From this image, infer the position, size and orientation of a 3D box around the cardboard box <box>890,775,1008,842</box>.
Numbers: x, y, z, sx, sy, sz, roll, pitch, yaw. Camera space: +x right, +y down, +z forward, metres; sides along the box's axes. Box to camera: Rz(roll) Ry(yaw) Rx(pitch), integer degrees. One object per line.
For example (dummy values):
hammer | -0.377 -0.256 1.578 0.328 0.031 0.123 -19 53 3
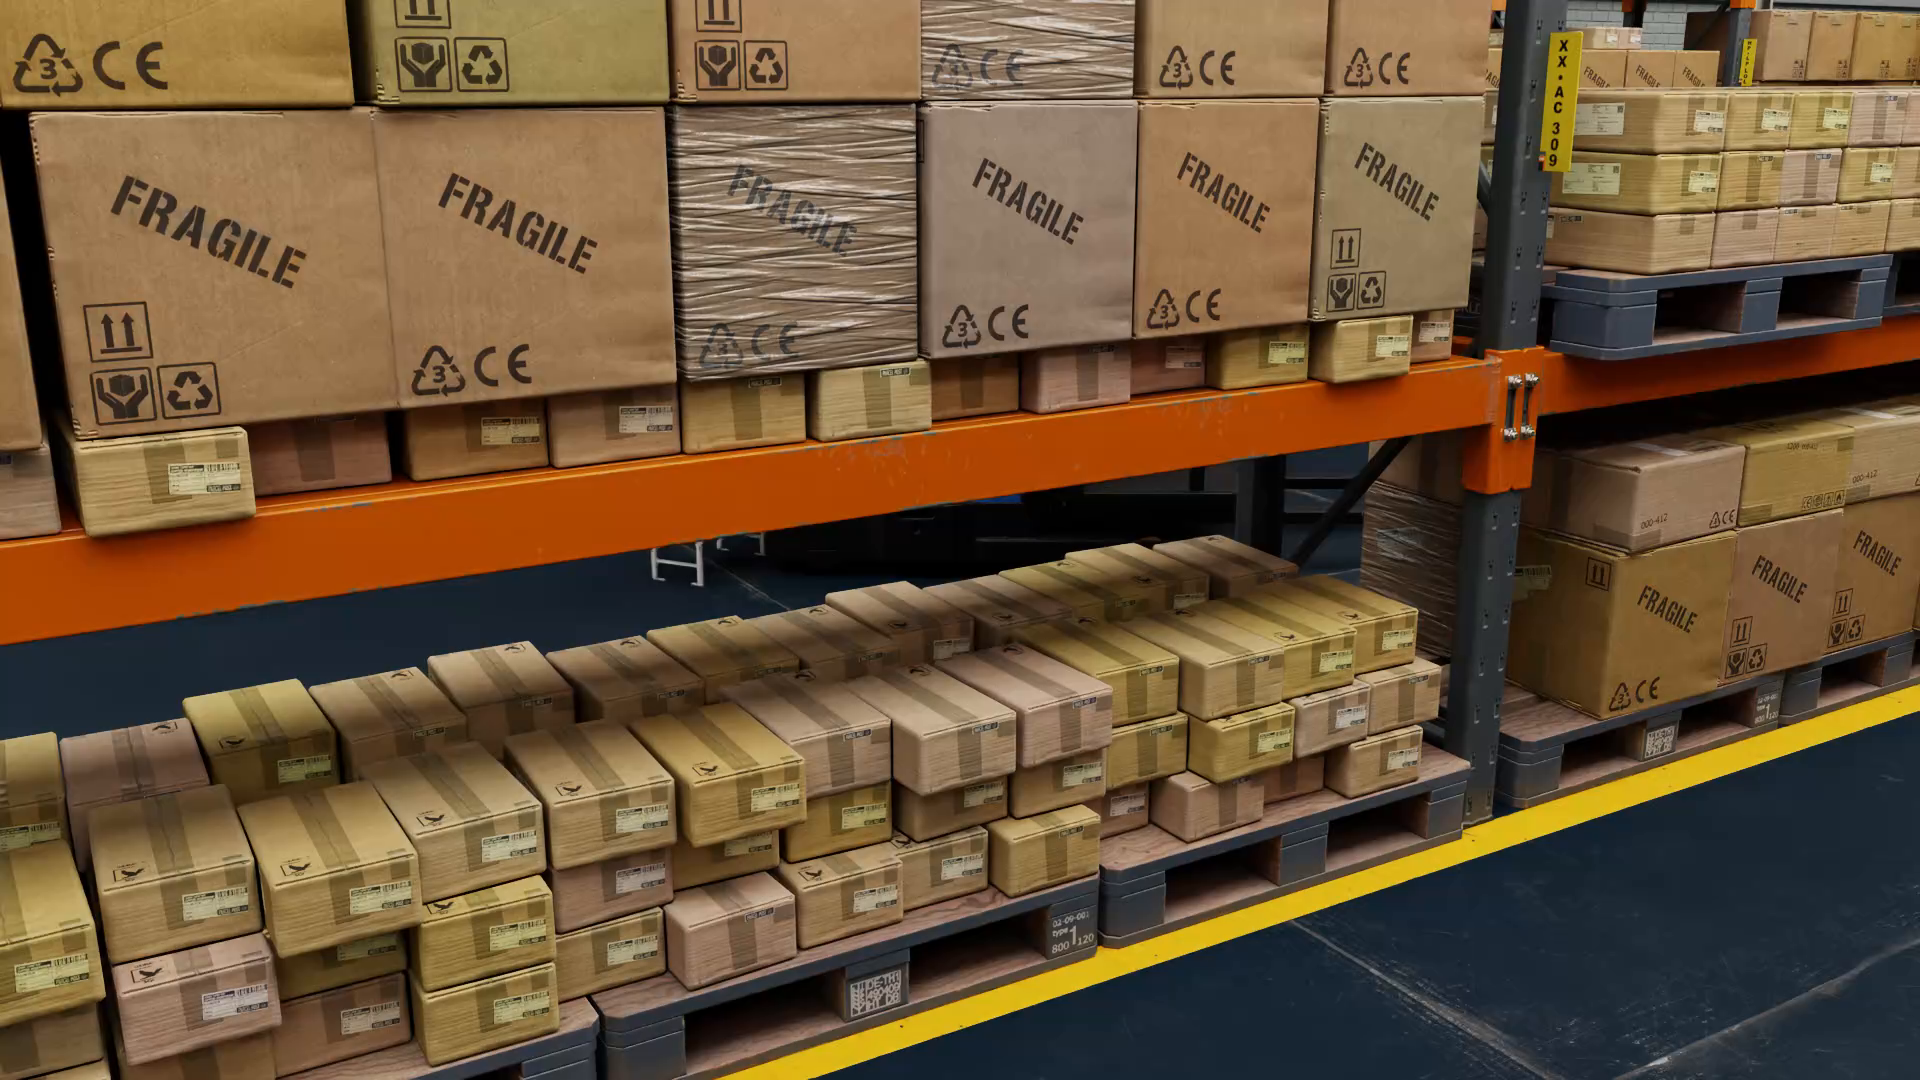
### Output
cardboard box | -0.096 0.541 3.877 0.250 0.149 0.380 -10 19 -32

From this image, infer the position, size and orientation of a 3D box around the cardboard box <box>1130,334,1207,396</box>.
cardboard box | 0.365 -0.451 3.928 0.250 0.149 0.380 -10 18 -31

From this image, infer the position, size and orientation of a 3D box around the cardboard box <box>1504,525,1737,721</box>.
cardboard box | 1.940 0.189 5.030 0.500 0.500 0.500 -8 18 -28

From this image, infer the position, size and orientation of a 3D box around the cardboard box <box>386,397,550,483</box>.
cardboard box | -0.961 -0.233 3.147 0.250 0.149 0.380 -9 18 -30

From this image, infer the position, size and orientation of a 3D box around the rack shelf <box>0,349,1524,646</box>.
rack shelf | -0.545 -0.146 3.707 4.000 0.370 1.077 -9 18 -30

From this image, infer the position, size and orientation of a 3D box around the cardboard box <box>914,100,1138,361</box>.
cardboard box | 0.028 -0.689 3.573 0.500 0.500 0.500 -9 18 -30

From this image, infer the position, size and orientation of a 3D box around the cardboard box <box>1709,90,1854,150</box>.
cardboard box | 2.201 -1.162 4.582 0.250 0.149 0.380 -9 18 -29

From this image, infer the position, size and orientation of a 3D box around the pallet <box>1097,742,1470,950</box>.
pallet | 0.612 0.674 4.616 1.213 0.211 1.003 -9 18 -30

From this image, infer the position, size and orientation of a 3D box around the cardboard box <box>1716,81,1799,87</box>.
cardboard box | 5.912 -3.202 12.539 0.500 0.500 0.500 -9 18 -30

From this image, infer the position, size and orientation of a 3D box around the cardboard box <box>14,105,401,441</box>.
cardboard box | -1.286 -0.485 2.845 0.500 0.500 0.500 -9 18 -30

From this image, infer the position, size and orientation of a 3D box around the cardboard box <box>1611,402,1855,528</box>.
cardboard box | 2.395 -0.246 5.195 0.500 0.250 0.500 -9 18 -28

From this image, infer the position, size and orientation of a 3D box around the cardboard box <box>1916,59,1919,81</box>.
cardboard box | 7.673 -3.958 13.383 0.500 0.500 0.700 -9 18 -30

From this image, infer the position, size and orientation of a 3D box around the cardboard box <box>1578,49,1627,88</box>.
cardboard box | 4.244 -3.151 11.577 0.500 0.500 0.500 -9 18 -28

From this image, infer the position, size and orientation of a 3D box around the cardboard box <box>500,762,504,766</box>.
cardboard box | -1.072 0.526 3.930 0.250 0.149 0.380 -9 18 -29

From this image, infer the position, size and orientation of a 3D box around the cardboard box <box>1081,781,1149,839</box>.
cardboard box | 0.262 0.610 4.179 0.250 0.149 0.380 -10 18 -31

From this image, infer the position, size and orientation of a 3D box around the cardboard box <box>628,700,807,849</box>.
cardboard box | -0.517 0.488 3.514 0.250 0.149 0.380 -9 18 -29

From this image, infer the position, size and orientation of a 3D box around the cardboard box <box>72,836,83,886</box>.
cardboard box | -1.953 0.673 3.403 0.250 0.149 0.380 -10 18 -31

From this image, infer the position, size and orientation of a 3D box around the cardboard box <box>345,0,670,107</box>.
cardboard box | -0.851 -1.027 2.928 0.500 0.500 0.500 -10 18 -31

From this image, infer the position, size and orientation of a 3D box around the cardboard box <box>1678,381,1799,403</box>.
cardboard box | 2.571 -0.437 5.877 0.500 0.250 0.500 -10 19 -32

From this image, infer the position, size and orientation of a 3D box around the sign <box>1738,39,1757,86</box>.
sign | 5.680 -3.443 11.991 0.005 0.325 0.100 -9 18 -30

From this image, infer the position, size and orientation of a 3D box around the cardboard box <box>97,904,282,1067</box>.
cardboard box | -1.414 0.774 3.043 0.250 0.149 0.380 -9 18 -30

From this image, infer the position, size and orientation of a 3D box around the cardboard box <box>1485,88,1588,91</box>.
cardboard box | 1.643 -1.277 4.992 0.250 0.149 0.380 -10 18 -31

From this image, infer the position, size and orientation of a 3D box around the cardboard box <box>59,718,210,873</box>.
cardboard box | -1.691 0.516 3.415 0.250 0.149 0.380 -9 18 -29

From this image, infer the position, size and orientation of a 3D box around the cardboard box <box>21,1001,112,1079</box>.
cardboard box | -1.645 0.957 2.942 0.250 0.149 0.380 -9 18 -29

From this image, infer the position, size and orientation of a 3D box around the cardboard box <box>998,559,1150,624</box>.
cardboard box | 0.310 0.185 4.596 0.250 0.149 0.380 -9 18 -30

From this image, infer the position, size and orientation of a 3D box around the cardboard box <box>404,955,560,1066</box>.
cardboard box | -0.978 0.856 3.304 0.250 0.149 0.380 -9 18 -29

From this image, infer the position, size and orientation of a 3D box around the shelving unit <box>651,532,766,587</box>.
shelving unit | -1.049 -0.463 6.838 0.258 1.200 0.503 7 17 24

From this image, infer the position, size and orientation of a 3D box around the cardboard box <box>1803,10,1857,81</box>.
cardboard box | 6.329 -3.764 12.690 0.500 0.500 0.700 -9 18 -29

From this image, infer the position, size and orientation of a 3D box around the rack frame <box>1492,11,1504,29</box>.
rack frame | 6.261 -4.718 18.683 0.127 3.000 1.000 -9 18 -30

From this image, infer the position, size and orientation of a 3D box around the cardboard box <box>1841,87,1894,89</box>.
cardboard box | 2.977 -1.492 5.760 0.250 0.149 0.380 -9 18 -28

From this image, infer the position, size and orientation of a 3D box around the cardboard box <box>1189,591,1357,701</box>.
cardboard box | 0.800 0.268 4.299 0.250 0.149 0.380 -9 18 -29

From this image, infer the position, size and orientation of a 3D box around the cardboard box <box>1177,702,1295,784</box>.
cardboard box | 0.617 0.456 4.179 0.250 0.149 0.380 -10 18 -32

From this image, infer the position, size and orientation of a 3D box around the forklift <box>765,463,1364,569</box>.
forklift | 0.703 -1.402 6.980 3.031 2.935 1.130 0 16 0

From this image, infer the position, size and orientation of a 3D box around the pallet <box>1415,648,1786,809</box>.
pallet | 1.836 0.464 5.365 1.213 0.211 1.003 -9 18 -30

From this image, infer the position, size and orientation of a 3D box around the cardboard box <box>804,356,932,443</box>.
cardboard box | -0.258 -0.322 3.466 0.250 0.149 0.380 -9 18 -29

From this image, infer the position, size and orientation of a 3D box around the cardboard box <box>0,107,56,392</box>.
cardboard box | -1.562 -0.598 3.251 0.500 0.500 0.500 -10 18 -31

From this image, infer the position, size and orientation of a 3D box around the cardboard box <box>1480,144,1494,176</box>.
cardboard box | 1.409 -1.096 4.899 0.250 0.149 0.380 -9 18 -28

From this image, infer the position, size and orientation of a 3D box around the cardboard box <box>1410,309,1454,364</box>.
cardboard box | 1.046 -0.556 4.300 0.250 0.149 0.380 -9 18 -30

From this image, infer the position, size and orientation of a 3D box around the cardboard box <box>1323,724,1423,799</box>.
cardboard box | 1.009 0.533 4.454 0.250 0.149 0.380 -9 18 -29

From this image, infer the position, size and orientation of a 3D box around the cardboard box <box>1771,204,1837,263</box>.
cardboard box | 2.195 -0.874 4.657 0.250 0.149 0.380 -9 18 -29

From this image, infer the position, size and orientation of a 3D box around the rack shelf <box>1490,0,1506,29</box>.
rack shelf | 4.546 -5.538 17.383 4.000 0.370 1.077 -9 18 -30

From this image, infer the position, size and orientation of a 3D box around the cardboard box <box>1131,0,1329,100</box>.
cardboard box | 0.466 -1.242 3.696 0.500 0.500 0.500 -10 18 -31

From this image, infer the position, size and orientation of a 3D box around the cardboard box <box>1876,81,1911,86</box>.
cardboard box | 7.190 -3.419 13.312 0.500 0.500 0.500 -9 18 -29

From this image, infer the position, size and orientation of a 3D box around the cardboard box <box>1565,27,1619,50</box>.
cardboard box | 4.305 -3.461 11.483 0.250 0.149 0.380 -10 19 -32

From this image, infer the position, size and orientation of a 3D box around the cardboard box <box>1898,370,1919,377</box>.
cardboard box | 3.720 -0.458 5.950 0.500 0.250 0.500 -9 18 -29

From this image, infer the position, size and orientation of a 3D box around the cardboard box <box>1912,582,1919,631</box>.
cardboard box | 3.277 -0.025 5.794 0.500 0.500 0.500 -10 19 -32

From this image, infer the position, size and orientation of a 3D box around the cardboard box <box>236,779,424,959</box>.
cardboard box | -1.178 0.604 3.100 0.250 0.149 0.380 -9 18 -30

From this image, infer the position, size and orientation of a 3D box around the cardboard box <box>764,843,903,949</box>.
cardboard box | -0.326 0.739 3.720 0.250 0.149 0.380 -9 18 -30

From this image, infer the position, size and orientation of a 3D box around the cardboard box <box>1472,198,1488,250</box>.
cardboard box | 1.408 -0.953 4.939 0.250 0.149 0.380 -10 18 -31

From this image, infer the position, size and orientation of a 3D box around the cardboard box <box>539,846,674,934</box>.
cardboard box | -0.795 0.650 3.485 0.250 0.149 0.380 -10 19 -32

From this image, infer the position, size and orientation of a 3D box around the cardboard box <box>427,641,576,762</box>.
cardboard box | -1.078 0.379 3.903 0.250 0.149 0.380 -8 18 -28

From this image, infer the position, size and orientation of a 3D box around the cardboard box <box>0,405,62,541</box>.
cardboard box | -1.615 -0.108 2.702 0.250 0.149 0.380 -8 18 -28

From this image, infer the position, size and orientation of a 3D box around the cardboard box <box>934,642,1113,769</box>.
cardboard box | 0.143 0.381 3.894 0.250 0.149 0.380 -10 19 -32

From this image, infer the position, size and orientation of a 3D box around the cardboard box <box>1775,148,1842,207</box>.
cardboard box | 2.187 -1.016 4.613 0.250 0.149 0.380 -9 18 -28

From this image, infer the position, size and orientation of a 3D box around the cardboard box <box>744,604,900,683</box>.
cardboard box | -0.353 0.300 4.185 0.250 0.149 0.380 -10 19 -32

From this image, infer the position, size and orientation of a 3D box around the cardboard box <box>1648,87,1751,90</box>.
cardboard box | 2.303 -1.382 5.368 0.250 0.149 0.380 -10 18 -32
